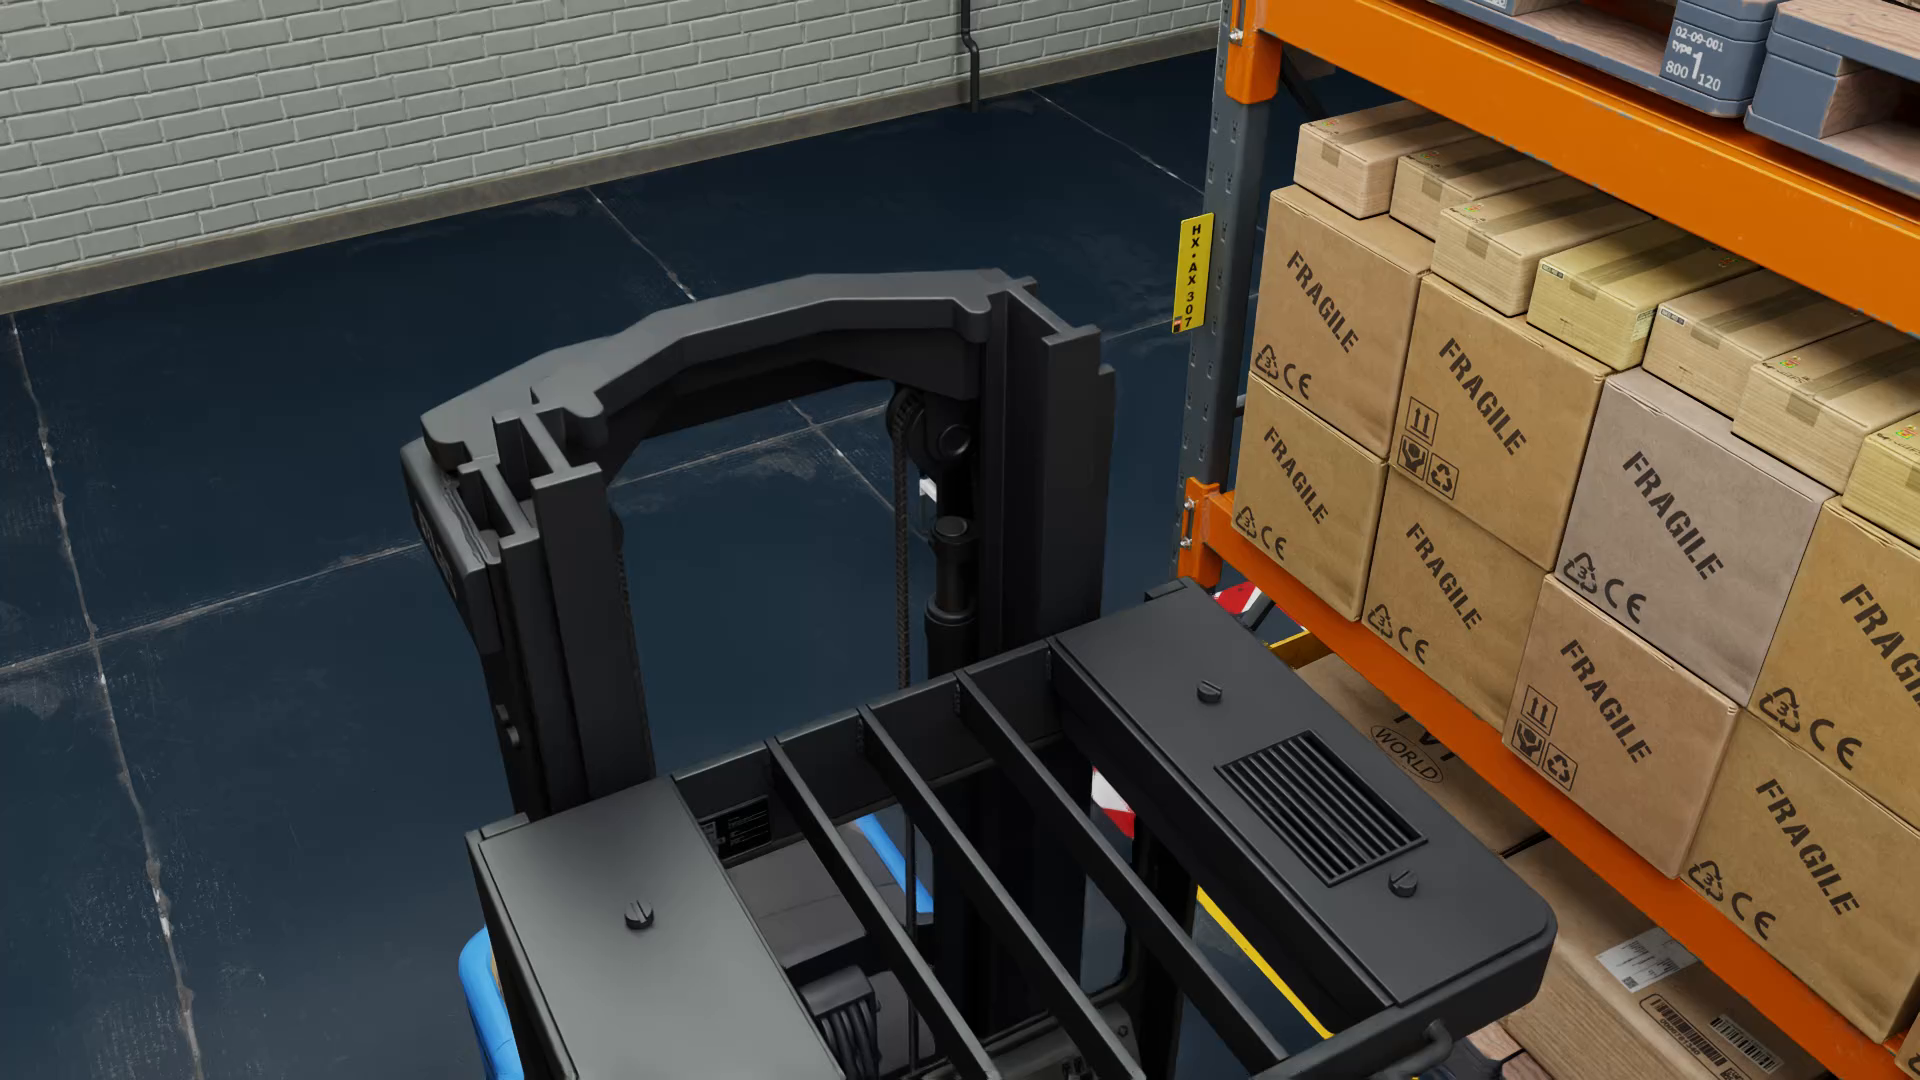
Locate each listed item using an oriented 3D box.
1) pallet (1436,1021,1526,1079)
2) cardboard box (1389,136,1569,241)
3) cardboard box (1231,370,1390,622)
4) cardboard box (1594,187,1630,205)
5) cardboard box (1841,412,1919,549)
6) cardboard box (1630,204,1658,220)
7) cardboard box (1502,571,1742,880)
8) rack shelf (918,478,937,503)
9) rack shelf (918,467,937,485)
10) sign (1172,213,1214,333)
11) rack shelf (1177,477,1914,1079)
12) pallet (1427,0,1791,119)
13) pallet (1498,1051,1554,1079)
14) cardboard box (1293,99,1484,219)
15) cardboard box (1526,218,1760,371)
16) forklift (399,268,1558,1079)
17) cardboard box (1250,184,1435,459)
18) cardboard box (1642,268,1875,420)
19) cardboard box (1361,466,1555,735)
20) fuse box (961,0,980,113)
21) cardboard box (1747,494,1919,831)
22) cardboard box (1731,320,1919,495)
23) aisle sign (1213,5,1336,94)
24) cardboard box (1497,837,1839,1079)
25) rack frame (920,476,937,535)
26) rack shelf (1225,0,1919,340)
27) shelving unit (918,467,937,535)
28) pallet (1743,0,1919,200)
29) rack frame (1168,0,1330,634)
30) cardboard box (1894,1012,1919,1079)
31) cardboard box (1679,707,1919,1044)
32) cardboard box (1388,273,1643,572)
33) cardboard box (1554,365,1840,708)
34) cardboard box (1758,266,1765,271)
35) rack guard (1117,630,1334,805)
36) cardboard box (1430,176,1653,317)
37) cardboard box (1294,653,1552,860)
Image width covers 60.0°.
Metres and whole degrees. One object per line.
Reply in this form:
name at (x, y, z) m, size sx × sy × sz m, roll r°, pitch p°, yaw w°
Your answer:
pallet at (1.562, 1.034, 5.155) m, size 1.003 × 0.211 × 1.213 m, roll -19°, pitch 40°, yaw -24°
cardboard box at (1.225, -0.807, 3.829) m, size 0.380 × 0.149 × 0.250 m, roll -18°, pitch 40°, yaw -23°
cardboard box at (1.086, -0.187, 4.378) m, size 0.500 × 0.500 × 0.500 m, roll -19°, pitch 40°, yaw -24°
cardboard box at (1.594, -0.937, 4.007) m, size 0.380 × 0.149 × 0.250 m, roll -18°, pitch 40°, yaw -23°
cardboard box at (1.774, -0.116, 2.884) m, size 0.380 × 0.149 × 0.250 m, roll -20°, pitch 41°, yaw -25°
cardboard box at (1.797, -0.830, 3.861) m, size 0.380 × 0.149 × 0.250 m, roll -19°, pitch 40°, yaw -24°
cardboard box at (1.604, 0.327, 3.674) m, size 0.500 × 0.500 × 0.500 m, roll -19°, pitch 40°, yaw -24°
rack shelf at (-0.004, -0.195, 6.616) m, size 0.258 × 0.077 × 0.200 m, roll -19°, pitch 40°, yaw -24°
rack shelf at (-0.004, -0.268, 6.563) m, size 0.258 × 0.077 × 0.200 m, roll -19°, pitch 40°, yaw -24°
sign at (0.610, -0.697, 4.360) m, size 0.100 × 0.325 × 0.005 m, roll -19°, pitch 40°, yaw -24°
rack shelf at (2.097, 0.834, 3.675) m, size 1.077 × 0.370 × 4.000 m, roll -19°, pitch 40°, yaw -24°
pallet at (1.474, -1.277, 3.487) m, size 1.003 × 0.211 × 1.213 m, roll -19°, pitch 40°, yaw -24°
pallet at (2.171, 1.656, 4.304) m, size 1.003 × 0.211 × 1.213 m, roll -19°, pitch 40°, yaw -24°
cardboard box at (1.032, -0.920, 3.983) m, size 0.380 × 0.149 × 0.250 m, roll -18°, pitch 40°, yaw -23°
cardboard box at (1.404, -0.512, 3.425) m, size 0.380 × 0.149 × 0.250 m, roll -20°, pitch 41°, yaw -25°
forklift at (0.014, 1.192, 2.633) m, size 1.130 × 2.935 × 3.031 m, roll -18°, pitch 40°, yaw -23°
cardboard box at (1.088, -0.592, 4.084) m, size 0.500 × 0.500 × 0.500 m, roll -20°, pitch 41°, yaw -25°
cardboard box at (1.582, -0.393, 3.263) m, size 0.380 × 0.149 × 0.250 m, roll -19°, pitch 40°, yaw -23°
cardboard box at (1.364, 0.063, 4.036) m, size 0.500 × 0.500 × 0.500 m, roll -19°, pitch 40°, yaw -25°
fuse box at (0.129, -3.373, 9.917) m, size 0.539 × 1.711 × 0.414 m, roll -19°, pitch 40°, yaw -24°
cardboard box at (1.870, 0.184, 3.022) m, size 0.500 × 0.500 × 0.500 m, roll -19°, pitch 40°, yaw -24°
cardboard box at (1.671, -0.254, 3.072) m, size 0.380 × 0.149 × 0.250 m, roll -19°, pitch 40°, yaw -24°
aisle sign at (0.806, -1.477, 4.025) m, size 0.394 × 0.787 × 0.004 m, roll -19°, pitch 40°, yaw -24°
cardboard box at (1.978, 1.160, 4.435) m, size 0.875 × 0.438 × 0.875 m, roll -18°, pitch 40°, yaw -23°
rack frame at (-0.055, -0.419, 6.561) m, size 0.240 × 0.900 × 0.006 m, roll -19°, pitch 40°, yaw -24°
rack shelf at (2.097, -0.377, 2.790) m, size 1.077 × 0.370 × 4.000 m, roll -19°, pitch 40°, yaw -24°
shelving unit at (-0.004, -0.368, 6.490) m, size 0.258 × 0.900 × 0.210 m, roll -19°, pitch 40°, yaw -24°
pallet at (2.091, -0.654, 2.634) m, size 1.003 × 0.211 × 1.213 m, roll -19°, pitch 40°, yaw -24°
rack frame at (1.093, -0.477, 4.859) m, size 1.000 × 3.000 × 0.127 m, roll -19°, pitch 40°, yaw -24°
cardboard box at (2.120, 0.849, 2.959) m, size 0.500 × 0.500 × 0.500 m, roll -20°, pitch 40°, yaw -25°
cardboard box at (1.870, 0.578, 3.331) m, size 0.500 × 0.500 × 0.500 m, roll -18°, pitch 40°, yaw -22°
cardboard box at (1.353, -0.330, 3.726) m, size 0.500 × 0.500 × 0.500 m, roll -20°, pitch 41°, yaw -25°
cardboard box at (1.619, -0.070, 3.370) m, size 0.500 × 0.500 × 0.500 m, roll -19°, pitch 40°, yaw -24°
cardboard box at (1.888, -0.689, 3.668) m, size 0.380 × 0.149 × 0.250 m, roll -18°, pitch 40°, yaw -23°
rack guard at (1.081, 0.521, 5.613) m, size 1.175 × 0.500 × 0.348 m, roll -19°, pitch 40°, yaw -24°
cardboard box at (1.256, -0.641, 3.601) m, size 0.380 × 0.149 × 0.250 m, roll -18°, pitch 40°, yaw -23°
cardboard box at (1.511, 0.695, 5.071) m, size 0.875 × 0.438 × 0.875 m, roll -20°, pitch 41°, yaw -25°
